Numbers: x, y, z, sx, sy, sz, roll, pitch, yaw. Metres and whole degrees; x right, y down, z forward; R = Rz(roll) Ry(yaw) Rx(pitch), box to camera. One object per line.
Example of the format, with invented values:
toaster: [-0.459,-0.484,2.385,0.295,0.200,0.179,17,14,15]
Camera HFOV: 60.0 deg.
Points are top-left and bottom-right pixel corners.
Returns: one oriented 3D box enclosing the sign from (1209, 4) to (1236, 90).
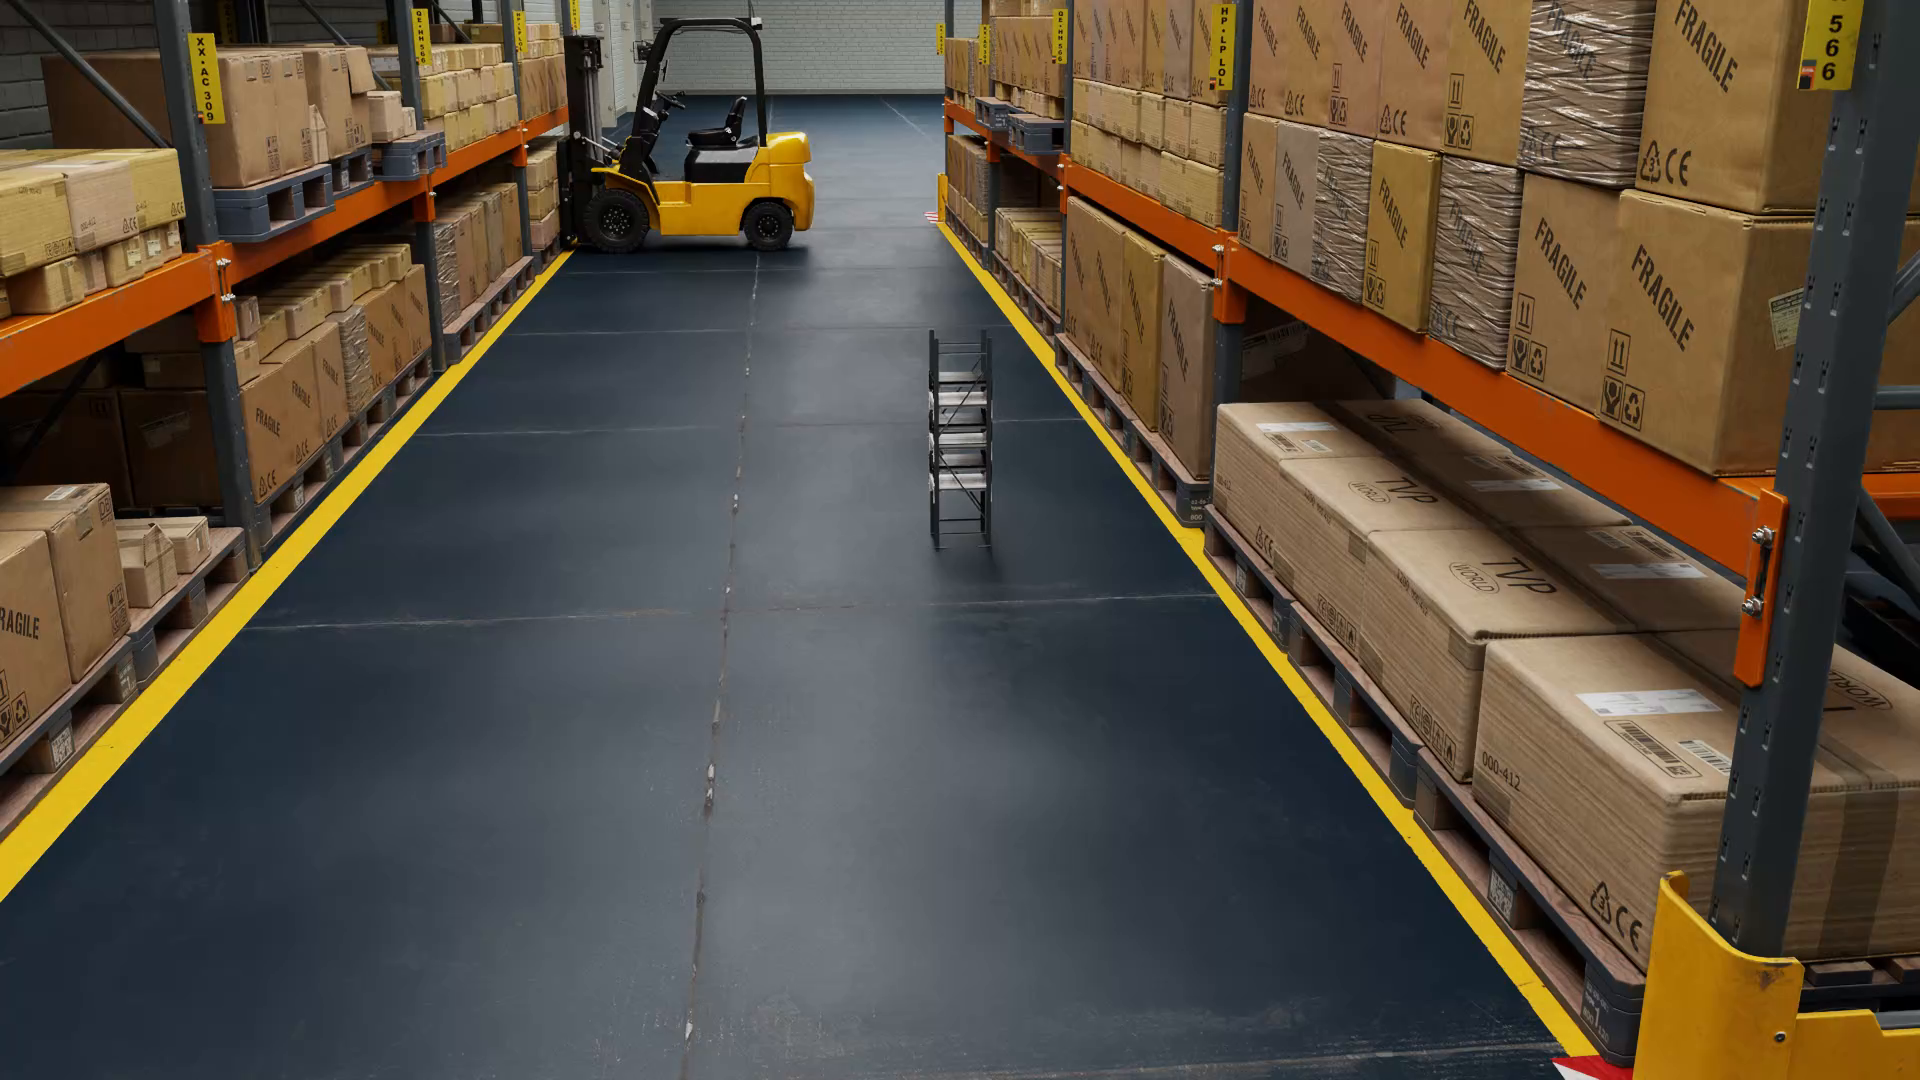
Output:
sign: [1.038,-1.942,6.554,0.100,0.325,0.005,-2,18,-6]

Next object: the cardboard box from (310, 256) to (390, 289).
cardboard box: [-3.428,-1.502,9.343,0.380,0.149,0.250,-2,18,-7]

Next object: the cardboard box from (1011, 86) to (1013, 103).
cardboard box: [0.601,-3.502,13.042,0.380,0.149,0.250,-2,17,-5]

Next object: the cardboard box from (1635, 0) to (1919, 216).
cardboard box: [1.703,-0.916,3.252,0.500,0.500,0.500,-1,17,-4]

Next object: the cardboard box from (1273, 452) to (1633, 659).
cardboard box: [1.628,0.032,5.643,0.875,0.438,0.875,-2,18,-7]

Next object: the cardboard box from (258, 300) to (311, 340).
cardboard box: [-3.306,-1.038,7.865,0.380,0.149,0.250,-2,18,-6]

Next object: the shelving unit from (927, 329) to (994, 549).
shelving unit: [0.001,-0.427,7.035,0.258,0.900,0.210,-2,18,-6]

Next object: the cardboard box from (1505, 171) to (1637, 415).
cardboard box: [1.639,-0.589,3.877,0.500,0.500,0.500,-2,18,-7]

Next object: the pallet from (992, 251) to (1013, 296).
pallet: [0.833,-2.268,14.049,1.003,0.211,1.213,-2,18,-6]

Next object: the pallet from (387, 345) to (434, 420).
pallet: [-3.733,-0.930,9.788,1.003,0.211,1.213,-2,18,-6]

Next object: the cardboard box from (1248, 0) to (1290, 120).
cardboard box: [1.385,-1.822,6.138,0.500,0.500,0.500,-2,18,-5]

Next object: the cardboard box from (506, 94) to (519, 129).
cardboard box: [-3.873,-3.462,13.448,0.500,0.250,0.500,-1,17,-4]

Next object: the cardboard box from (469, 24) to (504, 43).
cardboard box: [-3.923,-4.279,14.053,0.380,0.149,0.250,-1,17,-5]

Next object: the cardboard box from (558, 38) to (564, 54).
cardboard box: [-4.228,-5.055,17.021,0.380,0.149,0.250,-1,17,-5]

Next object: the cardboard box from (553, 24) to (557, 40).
cardboard box: [-4.152,-4.966,16.242,0.380,0.149,0.250,-1,17,-4]

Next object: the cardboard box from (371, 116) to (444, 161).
cardboard box: [-3.575,-2.552,10.550,0.500,0.250,0.500,-2,18,-5]

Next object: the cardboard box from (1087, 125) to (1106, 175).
cardboard box: [1.035,-2.261,9.622,0.500,0.250,0.500,-2,18,-7]

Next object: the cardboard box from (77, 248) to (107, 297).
cardboard box: [-2.977,-0.853,5.305,0.380,0.149,0.250,-1,17,-4]

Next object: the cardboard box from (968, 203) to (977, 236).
cardboard box: [0.358,-3.045,15.758,0.500,0.250,0.500,-2,18,-7]

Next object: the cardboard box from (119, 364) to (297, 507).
cardboard box: [-3.186,-0.451,7.079,0.500,0.500,0.500,-1,17,-3]

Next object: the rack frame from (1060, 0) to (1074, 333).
rack frame: [1.164,-2.639,10.574,1.000,3.000,0.127,-2,18,-6]

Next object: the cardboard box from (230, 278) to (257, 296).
cardboard box: [-3.842,-1.253,8.549,0.380,0.149,0.250,-2,18,-5]

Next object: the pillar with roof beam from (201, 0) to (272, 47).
pillar with roof beam: [-0.522,-5.840,10.756,9.100,9.000,0.400,-2,18,-6]

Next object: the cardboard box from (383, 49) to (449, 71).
cardboard box: [-3.689,-3.252,11.279,0.380,0.149,0.250,-2,17,-5]

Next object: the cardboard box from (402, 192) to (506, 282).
cardboard box: [-4.048,-2.357,12.940,0.875,0.625,0.625,-2,18,-6]

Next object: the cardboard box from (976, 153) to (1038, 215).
cardboard box: [0.424,-3.245,15.142,0.500,0.500,0.500,-2,18,-6]

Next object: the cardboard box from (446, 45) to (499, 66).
cardboard box: [-3.753,-3.713,12.747,0.380,0.149,0.250,-2,18,-7]

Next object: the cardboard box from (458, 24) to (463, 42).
cardboard box: [-4.544,-4.415,14.487,0.380,0.149,0.250,-2,18,-6]

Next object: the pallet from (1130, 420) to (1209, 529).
pallet: [1.422,-0.344,7.921,1.003,0.211,1.213,-2,18,-6]

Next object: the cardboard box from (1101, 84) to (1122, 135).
cardboard box: [1.062,-2.344,9.052,0.500,0.250,0.500,-2,18,-6]

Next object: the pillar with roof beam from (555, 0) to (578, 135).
pillar with roof beam: [-2.378,-11.203,27.838,9.100,9.000,0.400,-2,18,-6]

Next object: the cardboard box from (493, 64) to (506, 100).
cardboard box: [-3.820,-3.552,12.898,0.500,0.250,0.500,-2,18,-7]

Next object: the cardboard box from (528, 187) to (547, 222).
cardboard box: [-3.928,-2.957,14.642,0.500,0.250,0.500,-2,18,-6]

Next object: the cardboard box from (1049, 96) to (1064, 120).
cardboard box: [0.797,-2.887,11.084,0.380,0.149,0.250,-2,17,-5]

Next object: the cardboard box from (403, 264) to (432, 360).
cardboard box: [-3.515,-1.373,10.014,0.500,0.500,0.500,-1,17,-4]

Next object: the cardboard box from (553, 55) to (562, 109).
cardboard box: [-4.188,-4.469,16.239,0.500,0.500,0.500,-2,18,-7]

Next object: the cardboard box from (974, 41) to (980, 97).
cardboard box: [0.398,-4.298,15.196,0.500,0.500,0.500,-1,17,-4]

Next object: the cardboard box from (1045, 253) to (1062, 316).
cardboard box: [1.116,-1.754,11.442,0.950,0.372,0.625,-3,18,-9]

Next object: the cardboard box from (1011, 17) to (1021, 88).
cardboard box: [0.668,-3.622,12.343,0.500,0.500,0.500,-2,18,-8]

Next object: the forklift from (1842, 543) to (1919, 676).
forklift: [3.749,-0.935,5.262,1.130,2.935,3.031,1,17,4]

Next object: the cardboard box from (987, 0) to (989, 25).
cardboard box: [0.654,-5.392,17.013,0.700,0.500,0.500,-2,18,-5]

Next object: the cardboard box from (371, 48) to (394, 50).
cardboard box: [-4.185,-3.389,11.714,0.380,0.149,0.250,-1,17,-4]

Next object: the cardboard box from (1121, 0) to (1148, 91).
cardboard box: [1.119,-2.556,8.476,0.500,0.500,0.500,-1,17,-5]

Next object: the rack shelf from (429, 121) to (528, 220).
rack shelf: [-3.979,-2.737,12.088,1.077,0.370,4.000,-2,18,-6]

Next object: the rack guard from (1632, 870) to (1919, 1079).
rack guard: [1.992,0.944,3.334,1.175,0.500,0.348,-2,18,-6]

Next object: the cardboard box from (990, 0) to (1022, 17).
cardboard box: [0.448,-4.379,13.670,0.380,0.149,0.250,-2,18,-6]

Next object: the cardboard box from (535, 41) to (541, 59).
cardboard box: [-4.017,-4.444,15.075,0.380,0.149,0.250,-2,18,-6]

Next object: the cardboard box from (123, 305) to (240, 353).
cardboard box: [-3.193,-0.865,6.817,0.380,0.149,0.250,-2,18,-7]

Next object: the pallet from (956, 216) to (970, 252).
pallet: [0.518,-3.063,16.582,1.003,0.211,1.213,-2,18,-6]

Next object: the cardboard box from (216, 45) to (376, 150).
cardboard box: [-3.420,-2.253,8.473,0.797,0.503,0.637,-2,18,-7]

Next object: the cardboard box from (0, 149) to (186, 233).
cardboard box: [-3.065,-1.219,5.805,0.500,0.250,0.500,-1,17,-4]

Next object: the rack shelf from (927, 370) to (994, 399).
rack shelf: [0.001,-0.653,6.964,0.258,0.077,0.200,-2,18,-6]

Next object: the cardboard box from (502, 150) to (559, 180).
cardboard box: [-4.029,-3.496,15.525,0.500,0.250,0.500,-1,17,-4]

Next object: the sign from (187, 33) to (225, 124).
sign: [-2.821,-1.725,6.217,0.100,0.325,0.005,-2,18,-6]
